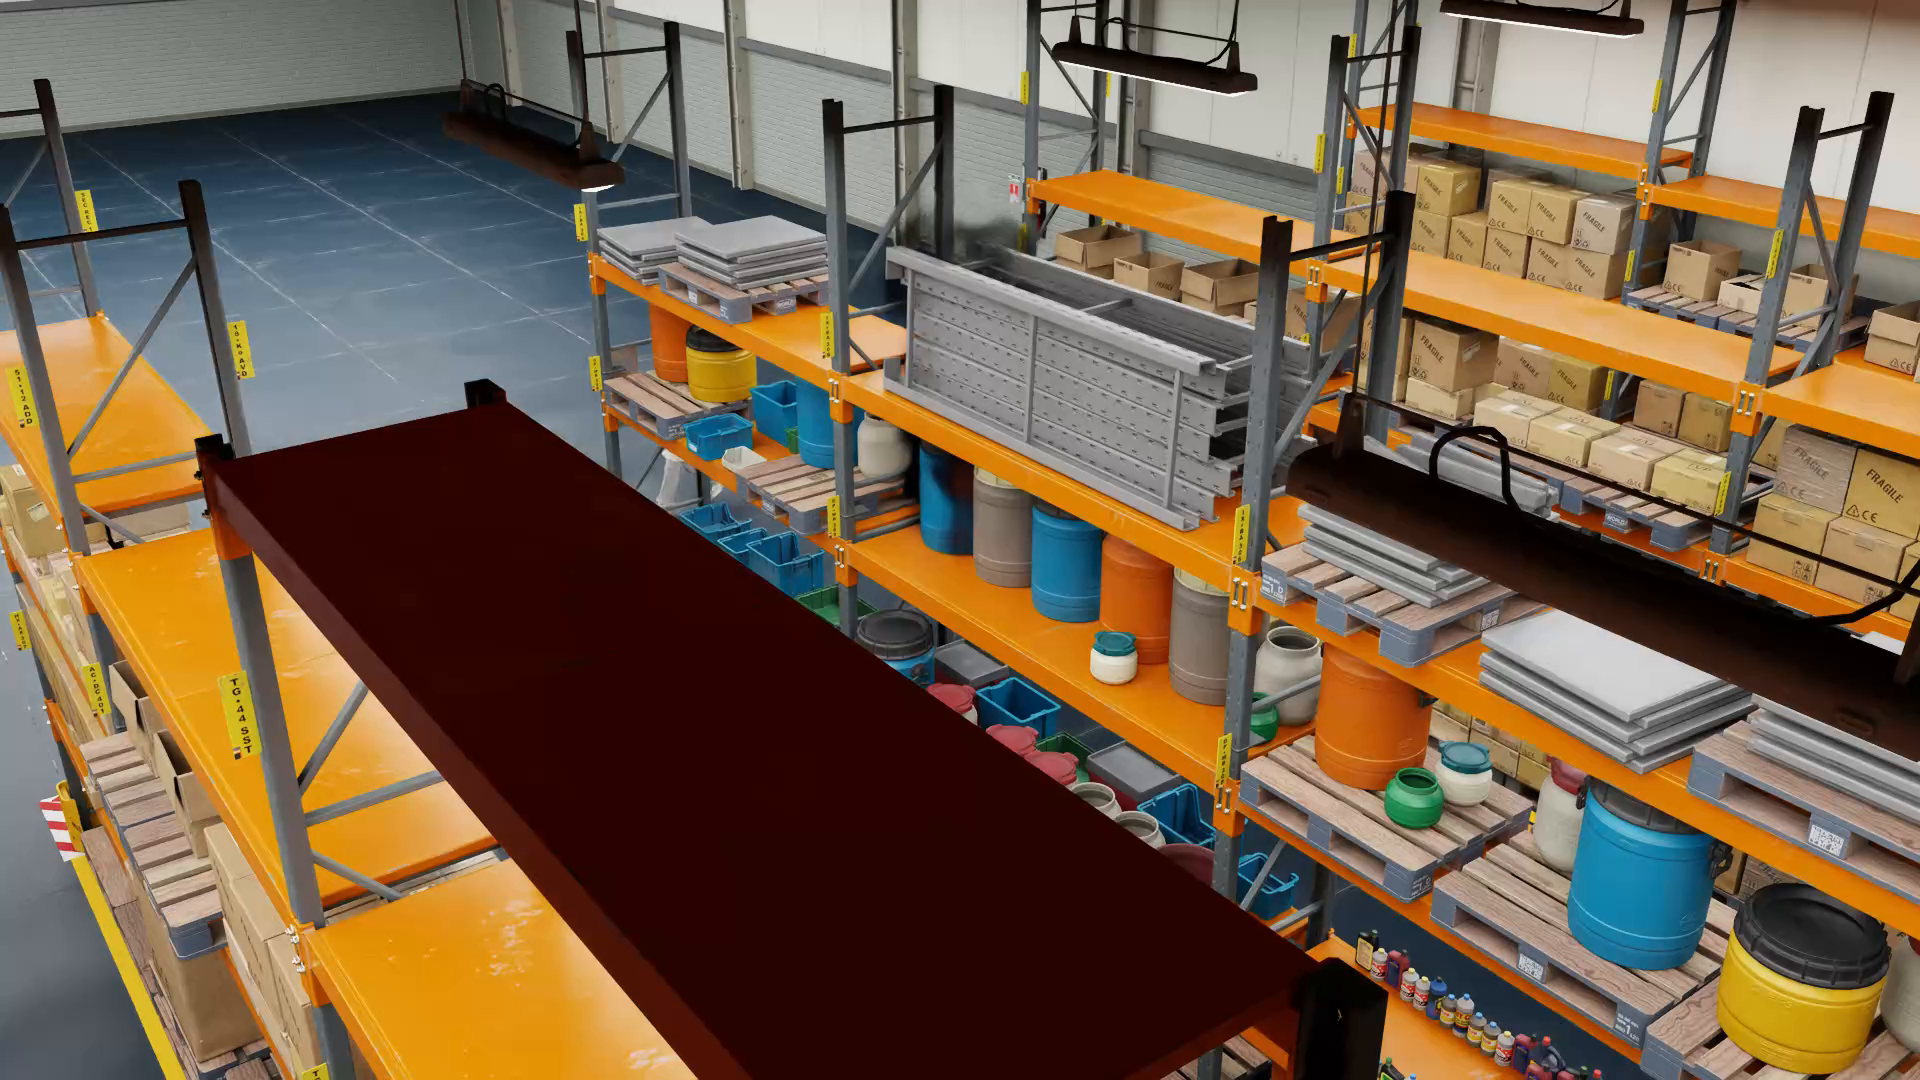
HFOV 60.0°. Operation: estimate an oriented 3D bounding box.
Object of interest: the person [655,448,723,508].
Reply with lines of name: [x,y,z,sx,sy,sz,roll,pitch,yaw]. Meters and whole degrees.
person: [-3.230,-1.196,19.412,1.064,1.780,0.713,-7,26,-16]
